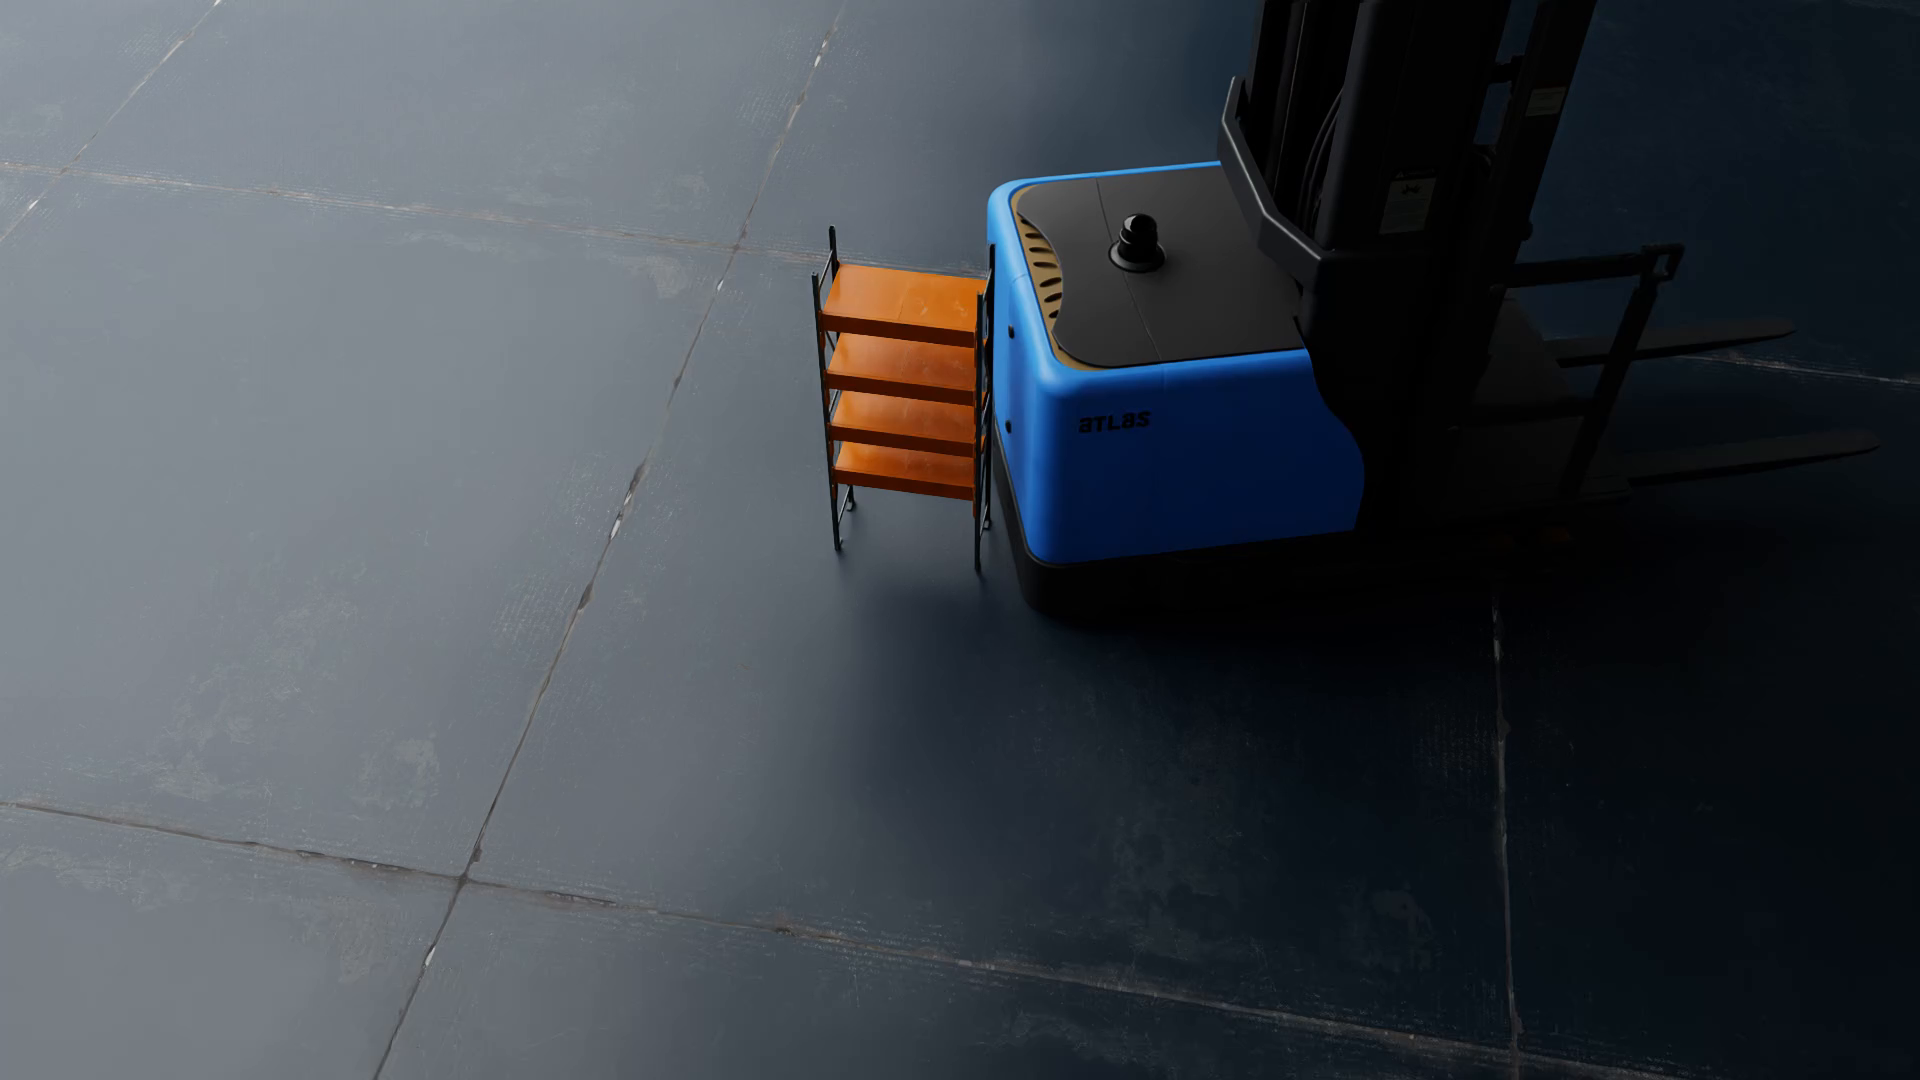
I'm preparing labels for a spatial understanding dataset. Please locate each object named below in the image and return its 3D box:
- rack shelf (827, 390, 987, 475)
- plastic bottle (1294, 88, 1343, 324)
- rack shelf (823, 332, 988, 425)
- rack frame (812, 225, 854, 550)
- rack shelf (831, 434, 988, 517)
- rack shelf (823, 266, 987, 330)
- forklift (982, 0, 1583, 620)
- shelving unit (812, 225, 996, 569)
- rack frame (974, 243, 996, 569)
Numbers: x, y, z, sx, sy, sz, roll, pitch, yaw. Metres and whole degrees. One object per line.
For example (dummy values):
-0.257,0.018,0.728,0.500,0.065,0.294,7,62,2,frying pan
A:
-13.717,-2.777,6.627,28.088,1.490,0.597,8,49,7,rack shelf
-17.920,-5.054,8.835,39.851,1.202,4.230,8,49,7,plastic bottle
-0.163,-0.527,5.207,0.480,0.148,0.258,8,49,7,rack shelf
-0.403,-0.455,5.352,0.015,1.200,0.240,8,49,7,rack frame
-0.163,-0.245,5.521,0.480,0.148,0.258,8,49,7,rack shelf
-0.163,-0.712,5.002,0.457,0.050,0.221,8,49,7,rack shelf
1.099,-1.147,4.853,1.939,2.867,1.129,-7,48,-6,forklift
-13.711,-2.623,6.797,28.100,1.949,0.597,8,49,7,shelving unit
0.077,-0.391,5.294,0.015,1.200,0.240,8,49,7,rack frame
